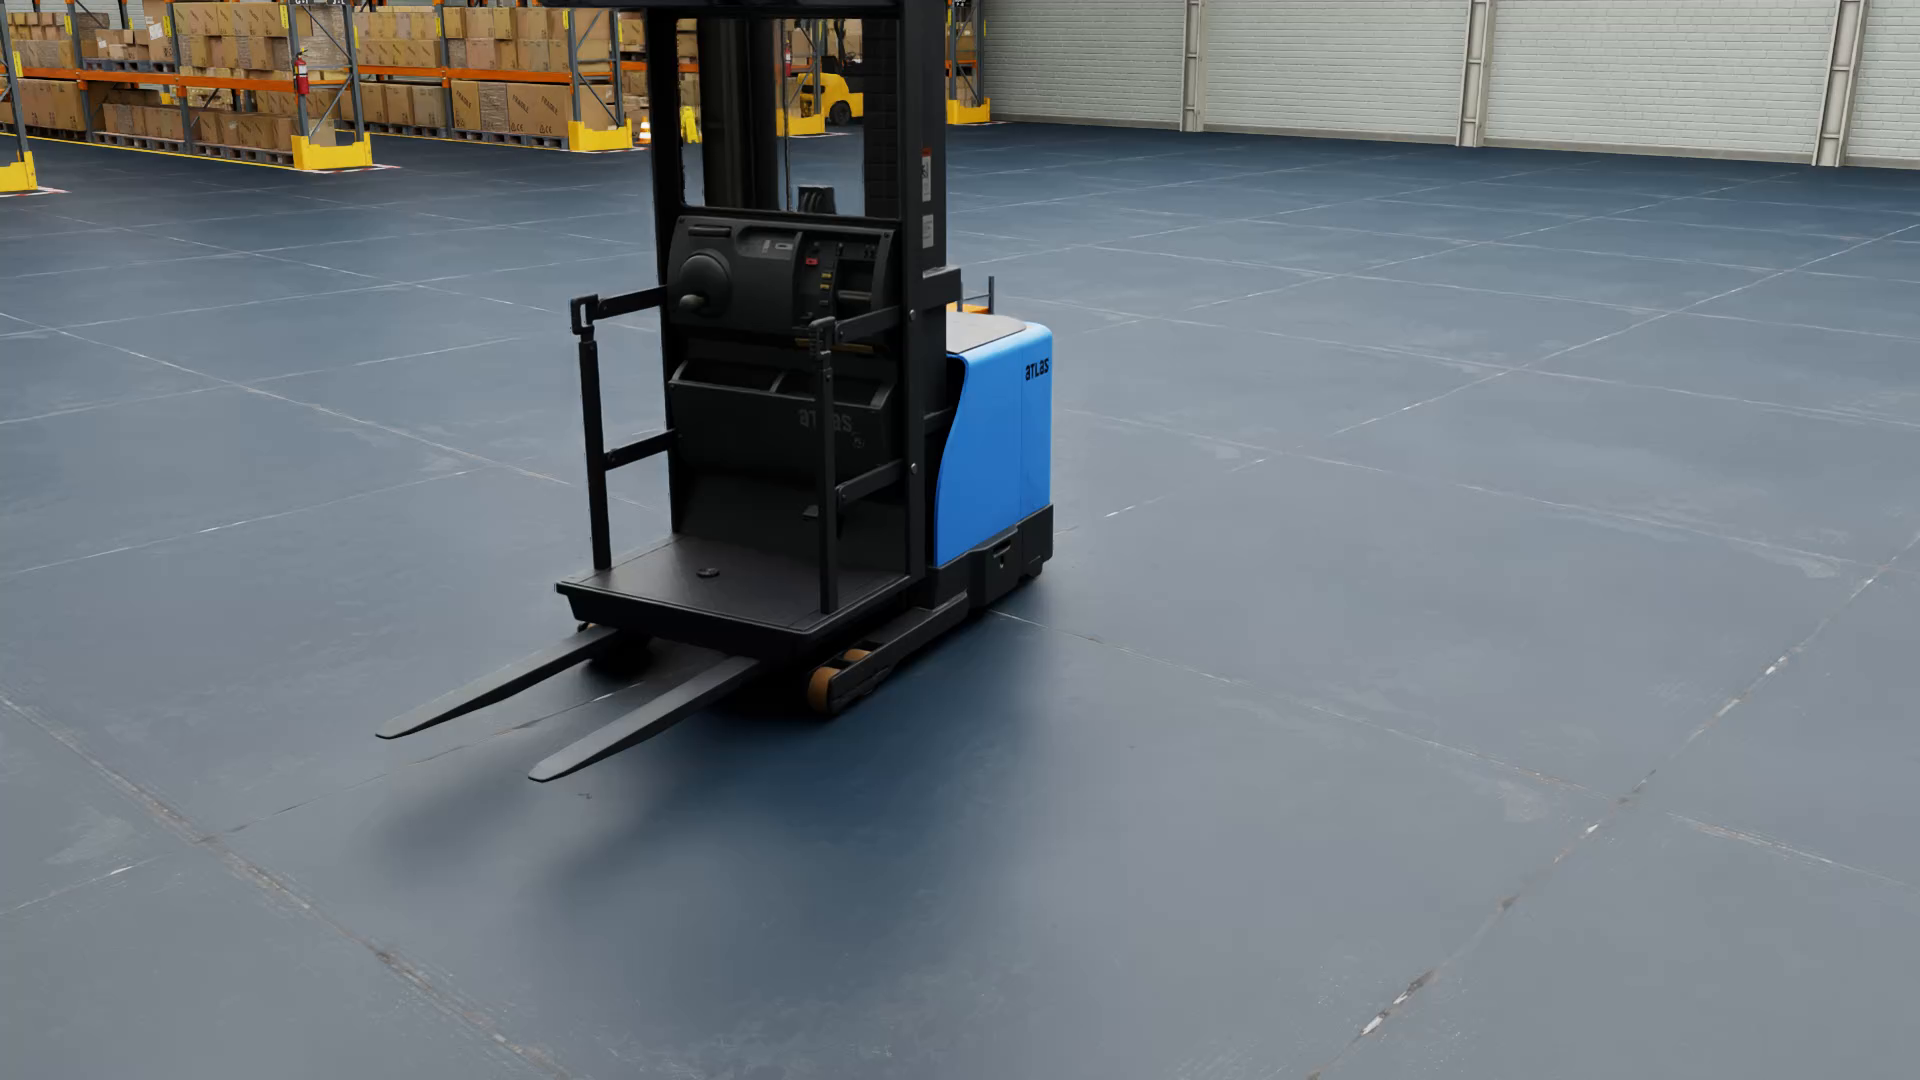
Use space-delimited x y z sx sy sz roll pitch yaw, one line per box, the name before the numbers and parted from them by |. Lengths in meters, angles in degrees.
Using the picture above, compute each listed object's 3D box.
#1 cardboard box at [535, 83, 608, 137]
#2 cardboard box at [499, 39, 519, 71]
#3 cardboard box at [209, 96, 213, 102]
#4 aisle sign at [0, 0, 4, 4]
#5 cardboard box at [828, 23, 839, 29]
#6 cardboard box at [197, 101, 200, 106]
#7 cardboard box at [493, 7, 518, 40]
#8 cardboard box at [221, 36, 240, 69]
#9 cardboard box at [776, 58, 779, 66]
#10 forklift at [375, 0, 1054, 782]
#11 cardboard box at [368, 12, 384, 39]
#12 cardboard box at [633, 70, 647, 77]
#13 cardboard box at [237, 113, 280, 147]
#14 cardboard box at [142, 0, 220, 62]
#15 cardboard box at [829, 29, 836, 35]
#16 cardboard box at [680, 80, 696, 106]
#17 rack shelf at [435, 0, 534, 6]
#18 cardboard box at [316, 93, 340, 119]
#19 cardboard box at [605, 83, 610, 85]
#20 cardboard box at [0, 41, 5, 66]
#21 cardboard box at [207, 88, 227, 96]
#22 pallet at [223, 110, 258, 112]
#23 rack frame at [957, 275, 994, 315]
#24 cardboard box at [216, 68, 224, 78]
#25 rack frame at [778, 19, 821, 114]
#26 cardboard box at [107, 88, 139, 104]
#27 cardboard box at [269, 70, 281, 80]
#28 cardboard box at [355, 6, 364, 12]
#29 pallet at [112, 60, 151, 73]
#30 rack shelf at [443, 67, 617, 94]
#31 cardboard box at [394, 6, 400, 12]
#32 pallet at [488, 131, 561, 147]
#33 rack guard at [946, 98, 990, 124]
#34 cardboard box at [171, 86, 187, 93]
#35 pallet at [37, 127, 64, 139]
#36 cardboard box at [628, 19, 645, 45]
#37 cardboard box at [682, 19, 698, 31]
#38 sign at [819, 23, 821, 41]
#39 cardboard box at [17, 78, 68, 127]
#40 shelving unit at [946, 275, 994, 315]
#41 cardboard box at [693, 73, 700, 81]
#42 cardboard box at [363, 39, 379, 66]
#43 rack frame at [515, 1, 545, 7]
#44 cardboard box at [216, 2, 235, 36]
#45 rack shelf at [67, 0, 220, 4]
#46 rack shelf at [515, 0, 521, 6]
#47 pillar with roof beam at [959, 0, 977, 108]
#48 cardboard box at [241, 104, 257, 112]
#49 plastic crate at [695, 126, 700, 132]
cardboard box | -6.904 -7.654 29.588 0.875 0.875 0.875 15 23 40
cardboard box | -7.846 -8.824 30.210 0.500 0.550 0.875 15 23 39
cardboard box | -16.883 -10.071 37.914 0.250 0.149 0.380 16 24 42
aisle sign | -12.761 -7.414 21.715 0.004 0.787 0.394 15 23 39
cardboard box | -2.802 -11.780 38.041 0.250 0.149 0.380 16 23 40
cardboard box | -17.328 -10.033 38.286 0.250 0.149 0.380 15 23 39
cardboard box | -7.889 -9.324 30.001 0.500 0.550 0.875 15 23 39
cardboard box | -11.280 -7.836 26.686 0.500 0.500 0.875 15 23 39
cardboard box | -3.565 -9.392 32.663 0.250 0.149 0.380 16 24 41
forklift | -0.751 -0.951 5.762 1.130 2.935 3.031 9 20 27
cardboard box | -11.243 -10.180 32.910 0.500 0.500 0.700 15 23 38
cardboard box | -8.277 -12.117 43.200 0.250 0.149 0.380 14 22 36
cardboard box | -11.491 -6.746 27.346 0.500 0.500 0.500 13 22 34
cardboard box | -13.214 -8.724 28.455 1.000 1.000 1.000 15 23 40
cardboard box | -2.779 -11.646 38.110 0.250 0.149 0.380 15 23 38
cardboard box | -5.465 -9.251 34.415 0.500 0.500 0.500 16 24 41
rack shelf | -10.623 -12.580 38.523 4.000 0.370 1.077 15 23 39
cardboard box | -13.003 -9.033 34.554 0.500 0.500 0.500 15 23 39
cardboard box | -9.164 -12.123 44.604 0.500 0.311 0.500 16 24 41
cardboard box | -18.518 -9.551 32.584 0.500 0.500 0.500 15 23 39
cardboard box | -16.792 -10.137 37.630 0.250 0.149 0.380 14 22 37
pallet | -15.855 -9.552 37.362 1.213 0.211 1.003 15 23 39
rack frame | 0.069 -0.562 7.399 0.015 1.200 0.240 14 22 37
cardboard box | -11.801 -7.570 26.921 0.250 0.149 0.380 15 23 39
rack frame | -3.143 -9.485 32.541 0.127 3.000 1.000 15 23 39
cardboard box | -15.184 -8.098 30.333 0.500 0.250 0.500 16 24 41
cardboard box | -10.479 -7.223 25.828 0.250 0.149 0.380 15 23 39
cardboard box | -15.029 -13.397 41.977 0.250 0.149 0.380 16 23 40
pallet | -14.197 -8.370 29.344 1.213 0.211 1.003 15 23 39
rack shelf | -7.849 -8.404 30.323 4.000 0.370 1.077 15 23 39
cardboard box | -13.668 -13.035 40.835 0.250 0.149 0.380 15 23 39
pallet | -7.912 -7.404 30.592 1.213 0.211 1.003 15 23 39
rack guard | 0.167 -9.413 36.445 0.348 0.500 1.175 15 23 39
cardboard box | -18.154 -10.501 38.775 0.250 0.149 0.380 14 22 37
pallet | -17.153 -7.941 32.284 1.213 0.211 1.003 15 23 39
cardboard box | -6.633 -10.719 35.077 0.500 0.500 0.500 15 23 38
cardboard box | -5.225 -10.603 33.752 0.500 0.500 0.700 14 23 38
sign | -2.783 -10.021 32.797 0.005 0.325 0.100 15 23 39
cardboard box | -17.536 -8.537 32.371 0.875 0.875 1.225 14 22 37
shelving unit | -0.121 -0.609 7.546 0.503 1.200 0.258 14 22 37
cardboard box | -5.230 -9.470 34.033 0.250 0.149 0.380 17 24 42
cardboard box | -11.421 -9.645 32.879 0.500 0.500 0.500 15 23 39
rack frame | -11.819 -13.822 46.205 0.127 3.000 1.000 15 23 39
cardboard box | -11.415 -8.266 26.389 0.500 0.500 0.500 15 23 39
rack shelf | -14.209 -9.535 28.927 4.000 0.370 1.077 15 23 39
rack shelf | -10.323 -14.507 44.595 4.000 0.370 1.077 15 23 39
pillar with roof beam | -2.631 -12.838 33.189 0.400 9.000 9.100 15 23 39
cardboard box | -15.848 -9.598 36.913 0.250 0.149 0.380 15 23 40
plastic crate | -5.505 -8.396 33.936 0.583 0.080 0.402 7 19 21
